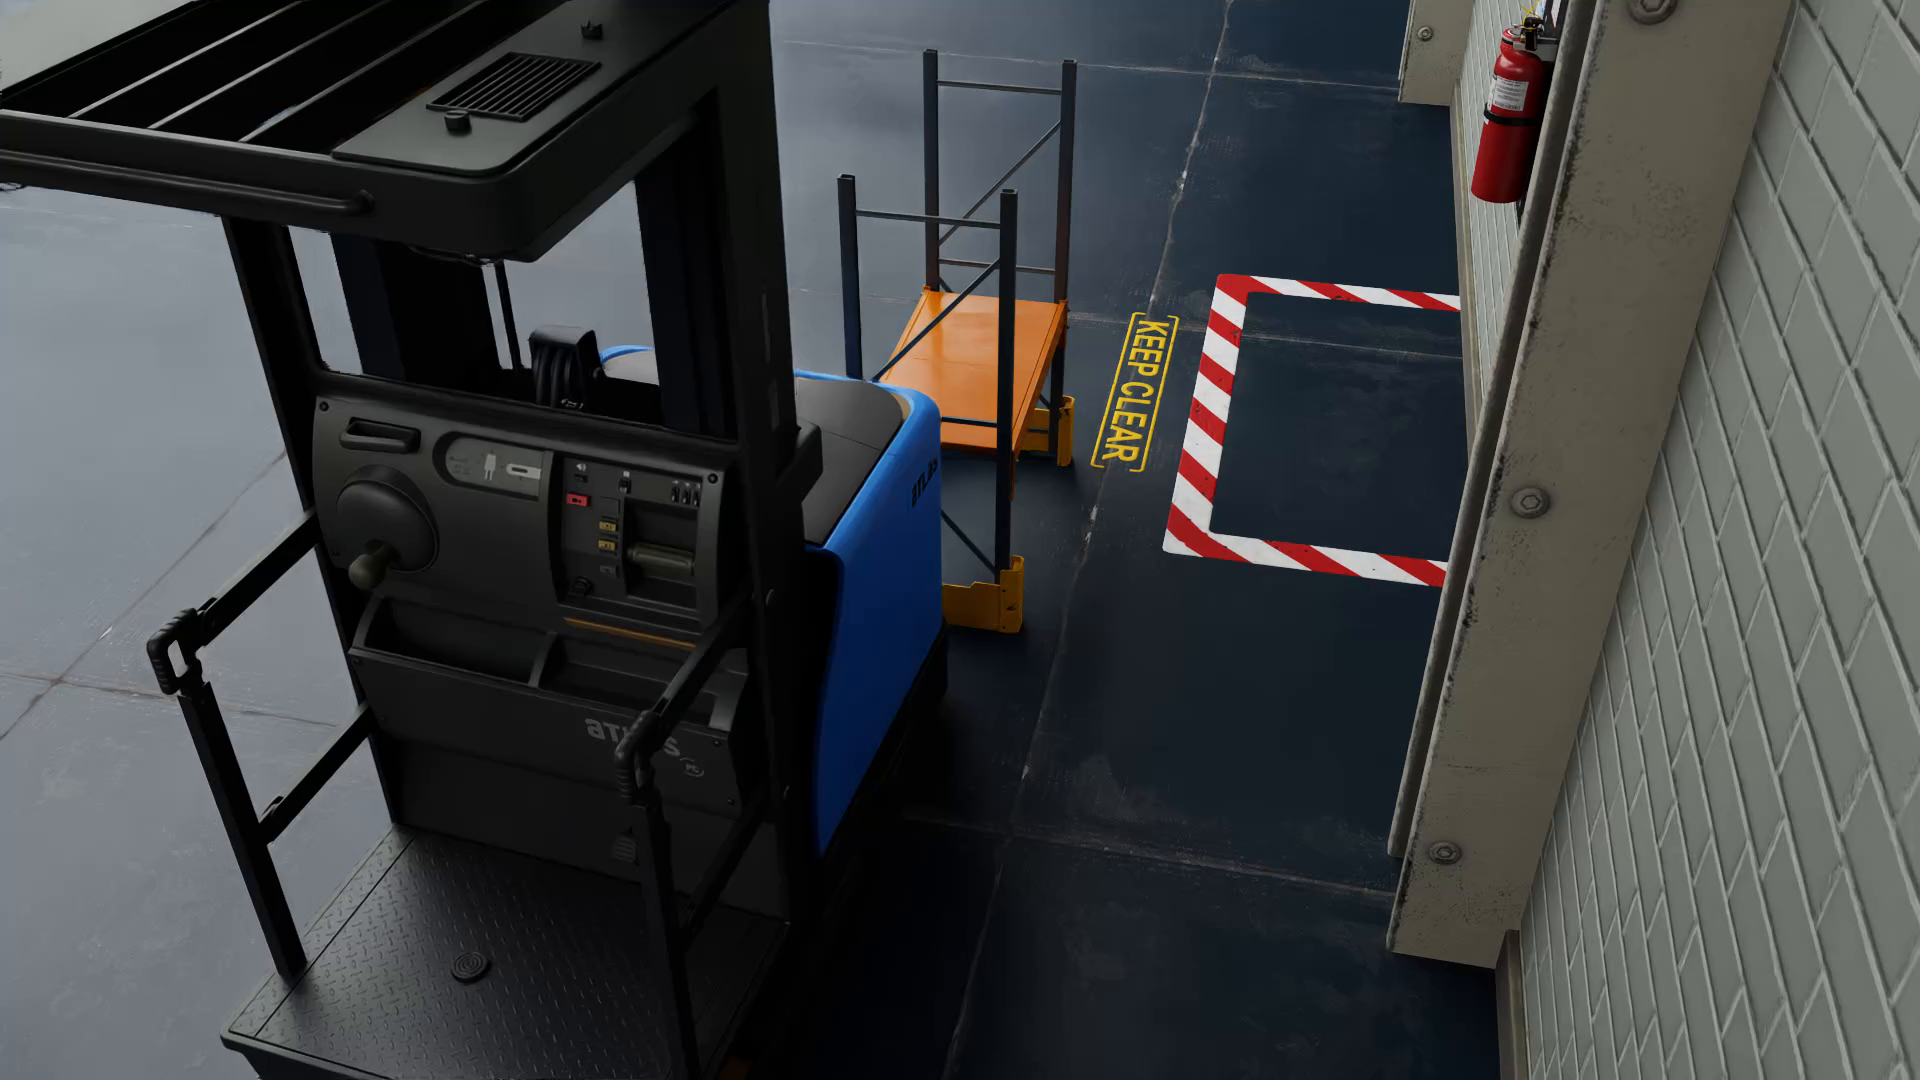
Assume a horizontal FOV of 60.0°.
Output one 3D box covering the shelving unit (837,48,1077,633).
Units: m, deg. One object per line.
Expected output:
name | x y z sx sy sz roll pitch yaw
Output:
shelving unit | 0.016 -0.651 5.370 0.587 1.500 1.083 7 37 10

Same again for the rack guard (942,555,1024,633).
rack guard | -0.090 0.141 5.343 0.587 0.250 0.087 7 37 10

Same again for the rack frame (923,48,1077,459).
rack frame | 0.127 -0.948 5.779 0.500 1.500 0.032 7 37 10

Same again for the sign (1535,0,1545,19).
sign | 2.078 -1.980 5.896 0.001 0.329 0.234 7 37 10

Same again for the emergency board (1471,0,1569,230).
emergency board | 1.859 -1.662 5.487 0.194 1.169 0.643 7 37 10

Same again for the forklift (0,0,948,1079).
forklift | -0.971 0.019 3.226 1.130 2.935 3.031 11 37 14

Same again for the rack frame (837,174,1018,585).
rack frame | -0.090 -0.365 4.975 0.500 1.500 0.032 7 37 10

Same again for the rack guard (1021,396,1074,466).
rack guard | 0.123 -0.430 6.131 0.587 0.250 0.087 7 37 10

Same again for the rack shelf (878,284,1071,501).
rack shelf | 0.018 -0.511 5.483 0.538 0.185 1.000 7 37 10

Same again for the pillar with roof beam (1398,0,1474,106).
pillar with roof beam | -1.630 -6.658 7.269 9.100 9.000 0.400 7 37 10

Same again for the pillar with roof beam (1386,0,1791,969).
pillar with roof beam | -2.912 -3.219 2.523 9.100 9.000 0.400 7 37 10
